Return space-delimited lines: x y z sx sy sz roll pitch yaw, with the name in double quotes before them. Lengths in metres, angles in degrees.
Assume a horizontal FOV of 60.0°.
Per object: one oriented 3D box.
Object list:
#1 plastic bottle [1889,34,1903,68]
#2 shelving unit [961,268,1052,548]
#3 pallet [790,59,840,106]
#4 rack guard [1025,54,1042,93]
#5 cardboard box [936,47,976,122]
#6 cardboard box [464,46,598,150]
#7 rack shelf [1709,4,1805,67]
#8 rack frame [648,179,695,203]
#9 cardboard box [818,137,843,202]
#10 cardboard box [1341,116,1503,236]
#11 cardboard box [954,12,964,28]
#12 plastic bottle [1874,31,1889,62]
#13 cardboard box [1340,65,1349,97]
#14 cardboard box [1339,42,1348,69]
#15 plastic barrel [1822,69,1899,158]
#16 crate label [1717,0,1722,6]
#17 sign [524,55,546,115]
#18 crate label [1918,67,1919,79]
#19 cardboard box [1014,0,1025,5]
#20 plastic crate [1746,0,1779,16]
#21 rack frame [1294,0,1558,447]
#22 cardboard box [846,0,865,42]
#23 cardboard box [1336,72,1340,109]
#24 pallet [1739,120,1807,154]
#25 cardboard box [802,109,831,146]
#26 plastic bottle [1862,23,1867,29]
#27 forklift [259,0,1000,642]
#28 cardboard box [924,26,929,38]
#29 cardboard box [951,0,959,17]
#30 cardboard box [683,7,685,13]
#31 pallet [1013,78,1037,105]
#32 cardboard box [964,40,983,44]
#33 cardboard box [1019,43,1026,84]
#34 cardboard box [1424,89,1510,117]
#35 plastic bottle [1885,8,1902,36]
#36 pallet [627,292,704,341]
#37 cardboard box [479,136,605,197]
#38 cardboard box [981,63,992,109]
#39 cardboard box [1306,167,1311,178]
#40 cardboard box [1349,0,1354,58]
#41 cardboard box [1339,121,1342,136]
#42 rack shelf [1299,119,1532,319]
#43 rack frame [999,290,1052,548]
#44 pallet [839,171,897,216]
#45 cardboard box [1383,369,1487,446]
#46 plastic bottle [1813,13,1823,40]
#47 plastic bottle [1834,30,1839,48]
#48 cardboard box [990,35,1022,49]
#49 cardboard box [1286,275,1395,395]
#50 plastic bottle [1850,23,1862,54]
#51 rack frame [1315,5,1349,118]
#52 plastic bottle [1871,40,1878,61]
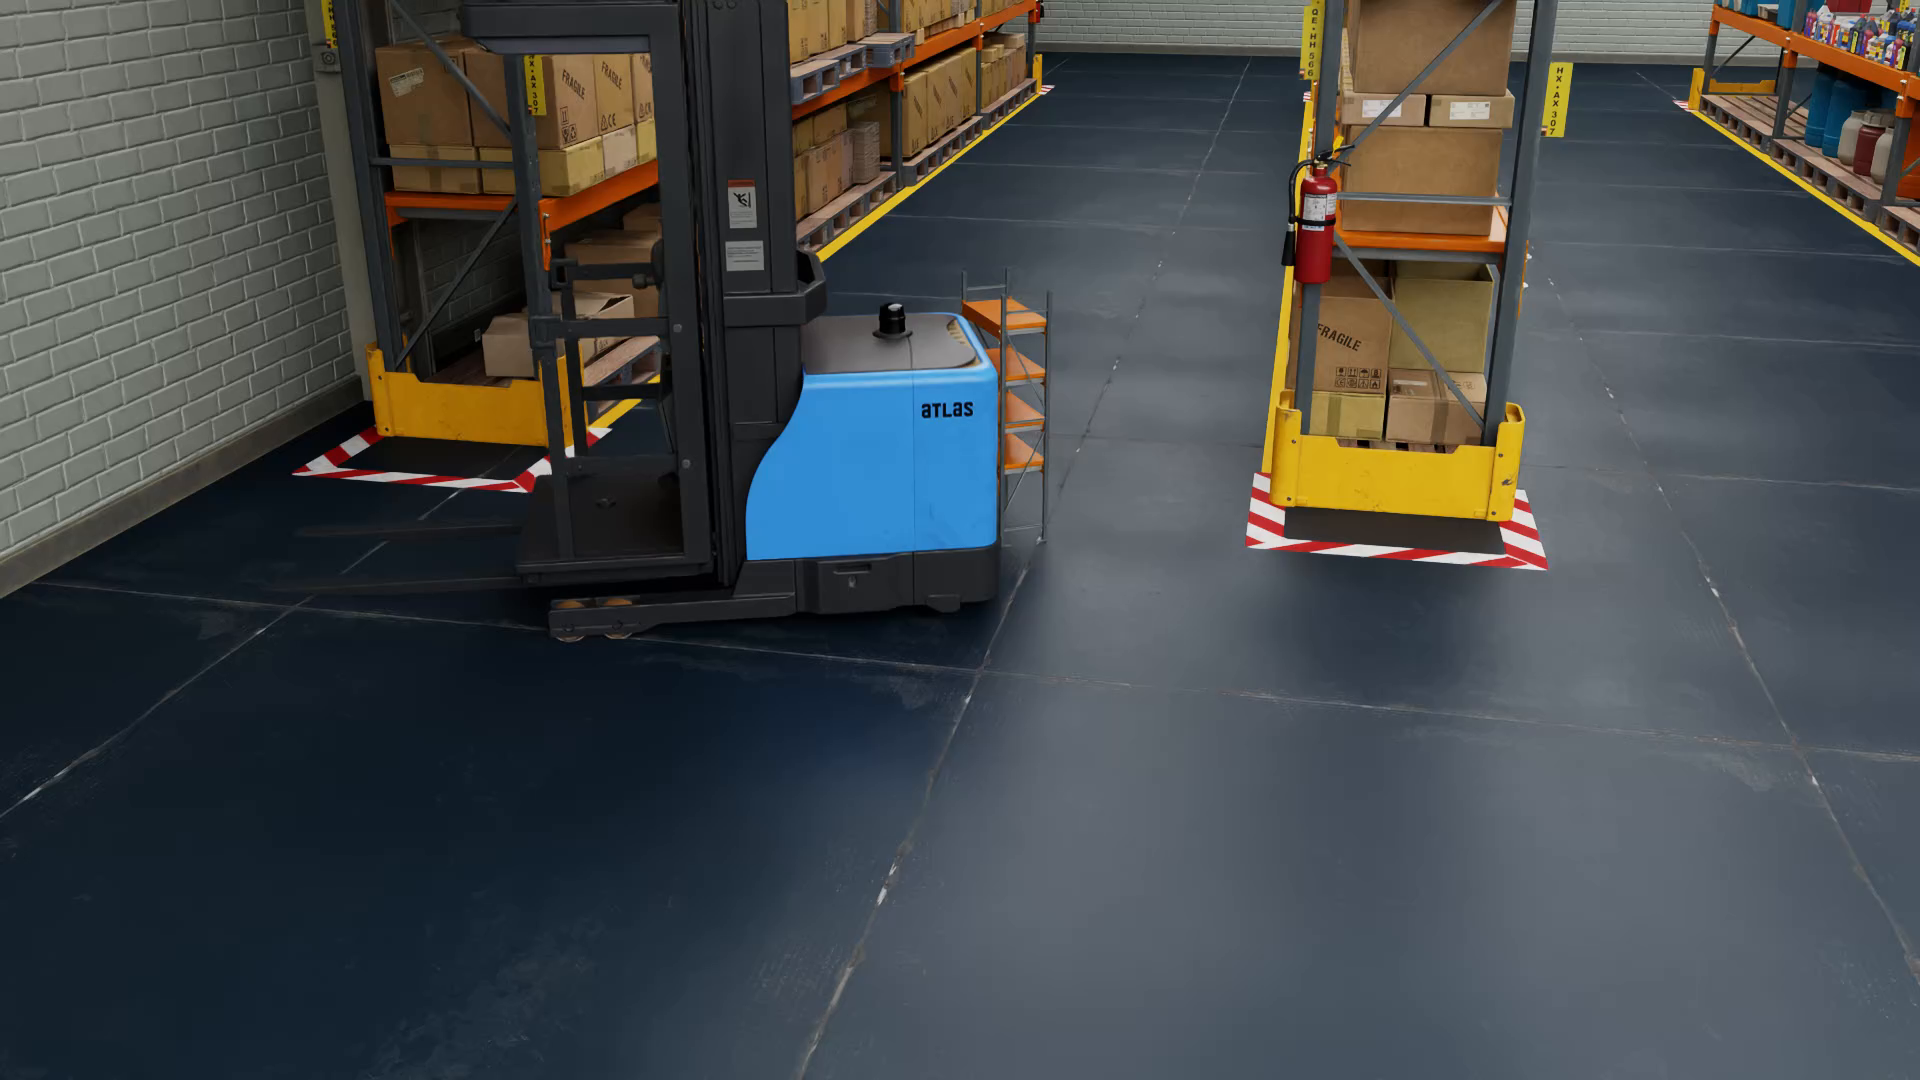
"plastic bottle" 8.344 -4.350 14.797 0.061 0.283 0.133 4 22 11
"shelving unit" 0.210 -0.622 7.792 0.258 1.200 0.503 -8 23 -19
"pallet" -1.584 -3.611 13.062 1.003 0.211 1.213 4 22 11
"rack guard" 0.571 -6.670 23.746 1.175 0.500 0.348 4 22 11
"cardboard box" -0.256 -5.308 19.333 0.750 0.750 0.750 5 22 12
"cardboard box" -2.307 -2.408 8.988 0.500 0.500 0.500 4 22 11
"rack shelf" 9.857 -6.000 19.700 1.077 0.370 4.000 4 22 11
"rack frame" -1.883 -3.432 12.360 1.000 3.000 0.127 4 22 11
"cardboard box" -1.455 -3.309 14.811 0.700 0.500 0.500 4 22 11
"cardboard box" 2.259 -1.809 8.196 0.700 0.500 0.500 4 22 11
"cardboard box" -0.164 -5.819 18.596 0.380 0.149 0.250 4 22 11
"plastic bottle" 8.465 -4.528 15.254 0.097 0.271 0.097 0 22 0
"cardboard box" 2.254 -2.472 8.973 0.380 0.149 0.250 5 23 13
"cardboard box" 2.516 -2.946 10.151 0.380 0.149 0.250 4 22 9
"plastic barrel" 9.176 -4.367 16.929 0.600 0.901 0.708 4 22 11
"crate label" 9.892 -6.950 21.240 0.416 0.233 0.303 4 22 11
"sign" -2.168 -2.329 8.463 0.100 0.325 0.005 4 22 11
"crate label" 8.179 -3.937 13.837 0.303 0.233 0.416 4 22 11
"cardboard box" 0.334 -7.506 22.073 0.980 0.700 0.700 4 22 10
"plastic crate" 9.562 -6.359 19.772 0.416 0.233 0.300 4 22 11
"rack frame" 2.151 -1.593 7.793 1.000 3.000 0.127 4 22 11
"cardboard box" -1.240 -4.766 14.950 0.700 0.500 0.500 2 22 6
"cardboard box" 2.967 -3.329 12.284 0.396 0.266 0.258 4 22 10
"pallet" 9.560 -4.581 18.945 1.003 0.211 1.213 4 22 11
"cardboard box" -1.440 -3.628 14.600 0.500 0.250 0.500 4 22 11
"plastic bottle" 8.655 -4.796 15.902 0.061 0.283 0.133 4 22 11
"forklift" -1.393 -1.151 6.789 3.031 2.935 1.130 -3 22 -8
"cardboard box" -0.537 -5.363 17.464 0.380 0.149 0.250 5 22 12
"cardboard box" -0.303 -5.993 18.160 0.500 0.500 0.500 4 22 11
"cardboard box" -1.773 -3.340 11.302 0.500 0.500 0.500 4 22 11
"pallet" 0.479 -6.229 23.037 1.003 0.211 1.213 4 22 11
"cardboard box" 0.094 -6.490 21.869 0.380 0.149 0.250 5 22 11
"cardboard box" 0.521 -6.592 22.991 0.700 0.500 0.500 4 22 11
"cardboard box" 2.494 -2.164 8.209 0.380 0.149 0.250 4 22 10
"plastic bottle" 9.402 -5.162 16.721 0.144 0.351 0.185 4 22 11
"pallet" -2.232 -1.443 11.153 1.003 0.211 1.213 4 22 11
"cardboard box" -2.288 -2.063 9.135 0.500 0.250 0.500 4 22 9
"cardboard box" 0.003 -5.659 20.673 0.700 0.500 0.500 5 22 12
"cardboard box" 2.974 -2.778 13.105 0.500 0.311 0.500 4 22 11
"cardboard box" 2.576 -2.990 9.393 0.700 0.500 0.500 4 22 11
"cardboard box" 2.782 -2.746 10.523 0.700 0.500 0.500 4 22 10
"rack shelf" 2.560 -1.991 9.744 1.077 0.370 4.000 4 22 11
"rack frame" 0.296 -0.537 7.580 0.240 1.200 0.015 -8 23 -19
"pallet" -1.227 -3.316 15.804 1.003 0.211 1.213 4 22 11
"cardboard box" 2.479 -0.691 8.673 0.500 0.250 0.500 4 22 11
"plastic bottle" 8.903 -5.313 17.203 0.097 0.271 0.097 0 22 0
"plastic bottle" 8.742 -4.991 16.497 0.097 0.201 0.097 0 22 0
"cardboard box" 0.622 -6.739 22.486 0.380 0.149 0.250 5 22 12
"cardboard box" 1.970 -1.079 8.632 0.500 0.500 0.500 4 22 11
"plastic bottle" 8.595 -4.800 15.914 0.061 0.283 0.133 4 22 11
"rack frame" 3.784 -4.519 15.058 1.000 3.000 0.127 4 22 11
"plastic bottle" 8.485 -4.531 15.355 0.097 0.201 0.097 0 22 0
